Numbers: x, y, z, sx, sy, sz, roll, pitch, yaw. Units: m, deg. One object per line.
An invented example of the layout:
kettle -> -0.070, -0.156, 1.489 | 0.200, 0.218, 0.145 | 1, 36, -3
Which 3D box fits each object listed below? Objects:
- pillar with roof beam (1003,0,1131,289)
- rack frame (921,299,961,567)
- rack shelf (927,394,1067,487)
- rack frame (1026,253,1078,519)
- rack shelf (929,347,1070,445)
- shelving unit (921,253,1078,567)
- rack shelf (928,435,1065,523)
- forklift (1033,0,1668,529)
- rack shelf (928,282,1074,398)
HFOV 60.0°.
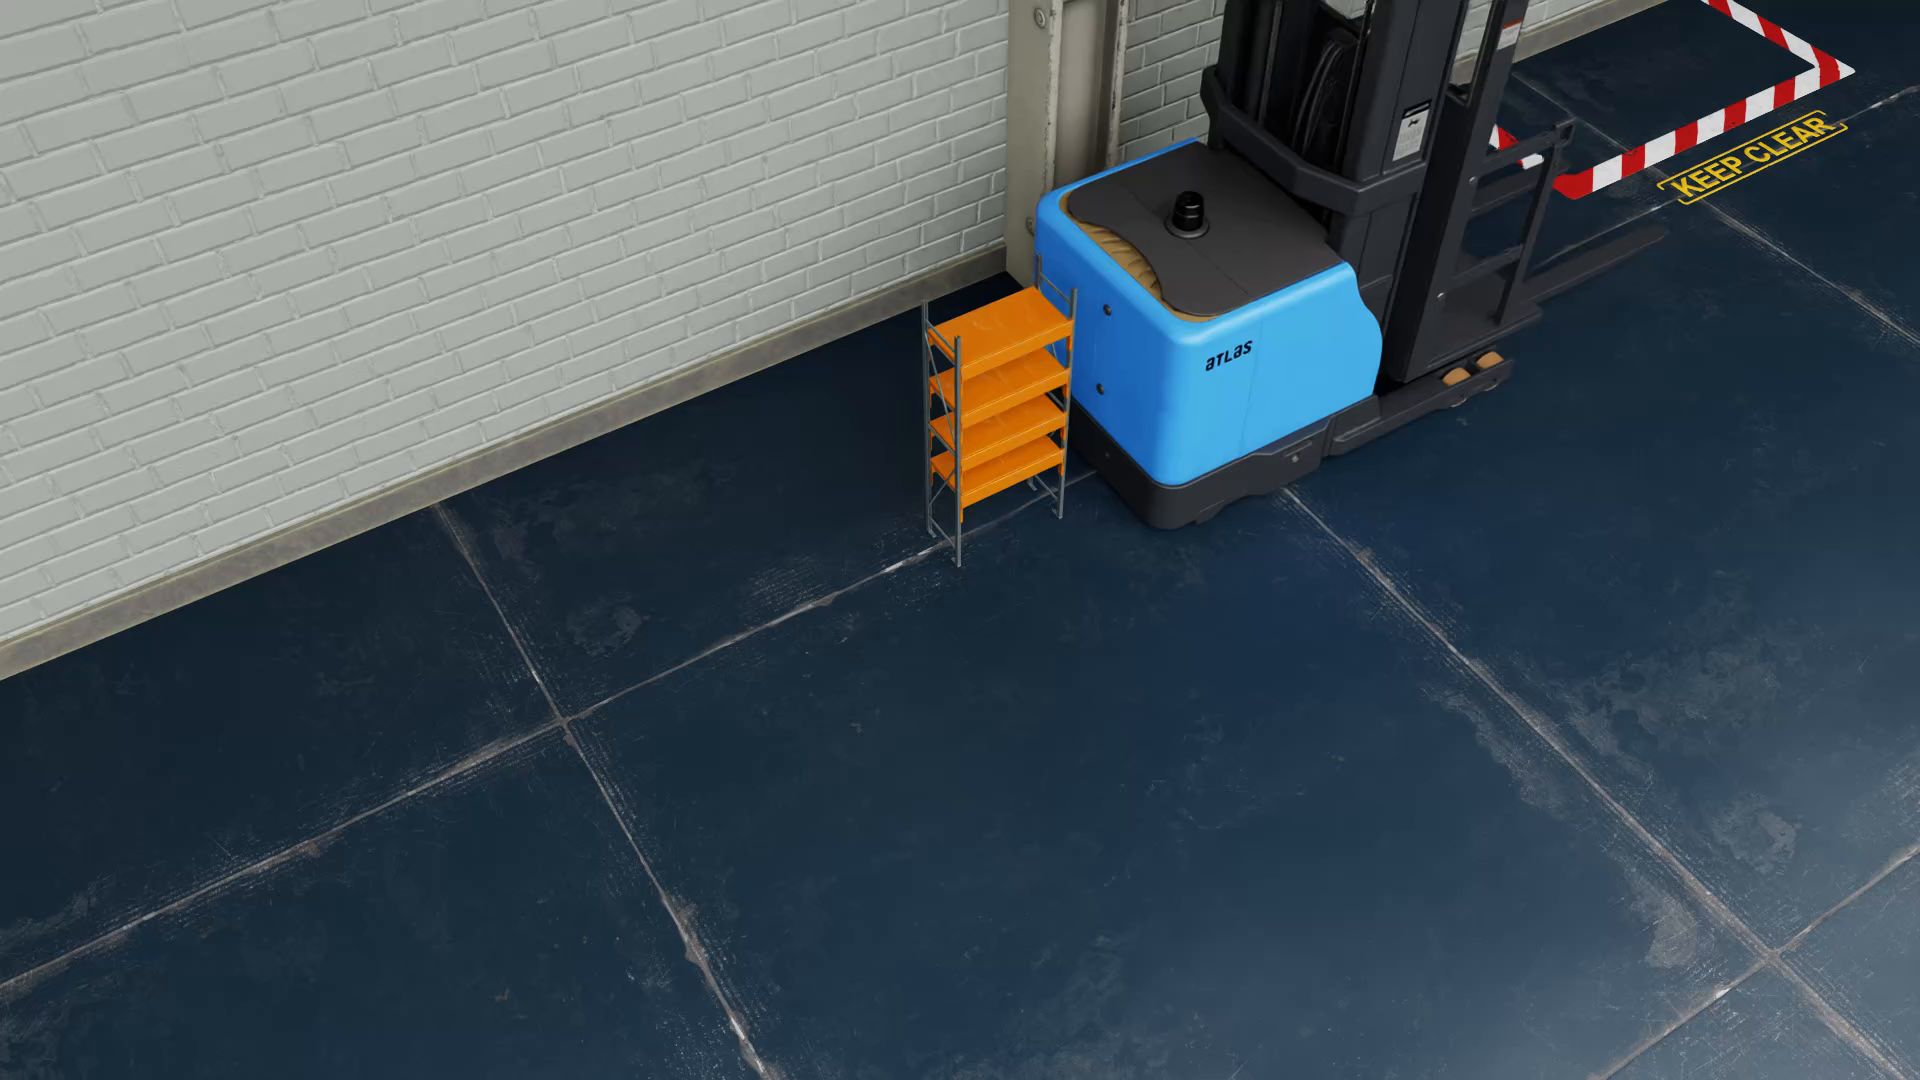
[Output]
pillar with roof beam -> 2.745, -1.549, 2.049 | 0.400, 9.000, 9.100 | -25, 53, -21
rack frame -> -0.066, -0.368, 6.219 | 0.015, 1.200, 0.240 | -25, 53, -21
rack shelf -> 0.140, -0.420, 6.356 | 0.480, 0.148, 0.258 | -25, 53, -21
rack frame -> 0.346, -0.562, 6.393 | 0.015, 1.200, 0.240 | -25, 53, -21
rack shelf -> 0.140, -0.569, 6.189 | 0.480, 0.148, 0.258 | -25, 53, -21
shelving unit -> 0.140, -0.465, 6.306 | 0.503, 1.200, 0.258 | -25, 53, -21
rack shelf -> 0.140, -0.288, 6.504 | 0.480, 0.148, 0.258 | -25, 53, -21
forklift -> 1.805, -1.866, 6.395 | 3.031, 2.935, 1.130 | -25, 53, -20
rack shelf -> 0.140, -0.726, 6.012 | 0.480, 0.148, 0.258 | -25, 53, -21
